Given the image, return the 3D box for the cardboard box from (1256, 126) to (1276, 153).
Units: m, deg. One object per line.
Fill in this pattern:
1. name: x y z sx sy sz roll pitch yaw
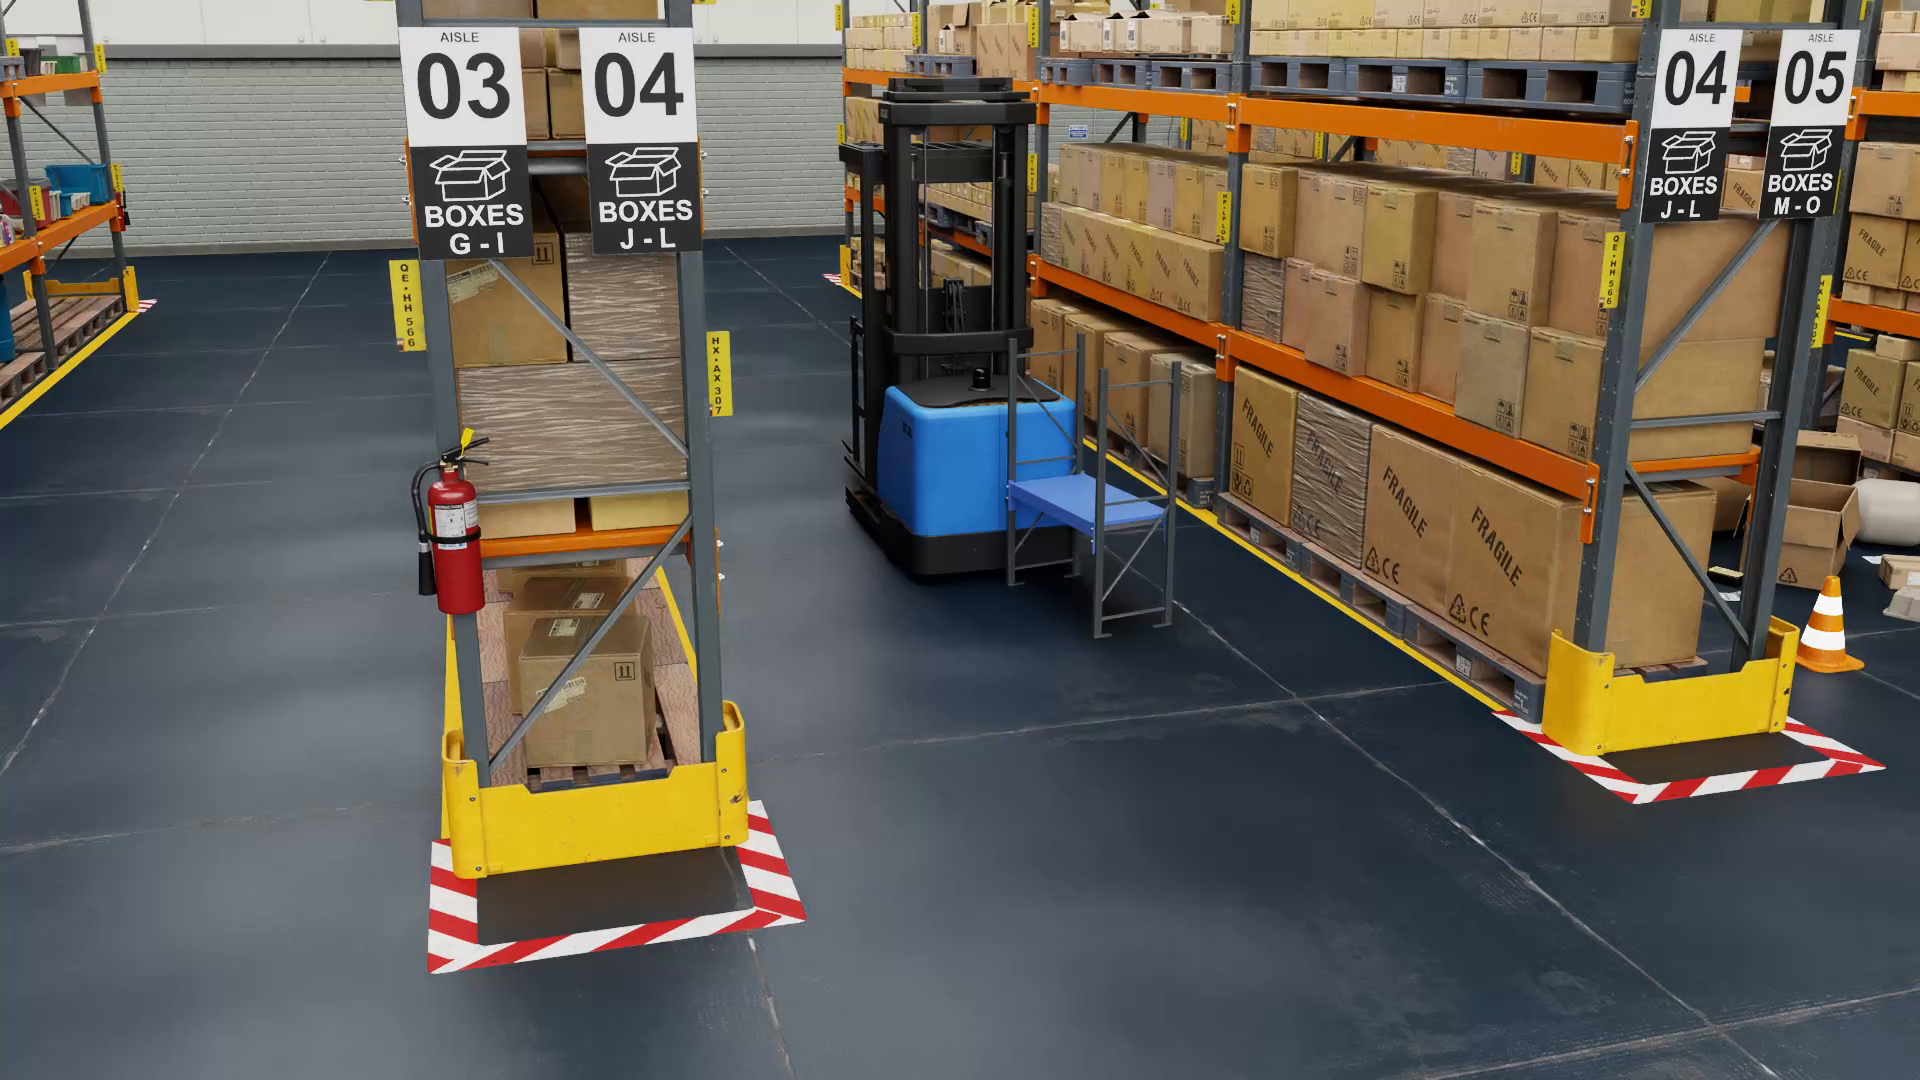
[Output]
1. cardboard box: 4.109 -5.194 21.117 0.500 0.500 0.500 -4 17 -15

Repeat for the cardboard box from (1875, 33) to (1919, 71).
1. cardboard box: 6.841 -3.428 11.681 0.500 0.250 0.500 -5 17 -16

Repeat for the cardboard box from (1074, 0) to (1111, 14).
1. cardboard box: 1.165 -4.879 15.262 0.396 0.266 0.258 -5 17 -15

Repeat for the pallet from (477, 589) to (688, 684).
1. pallet: -1.987 0.575 8.669 1.003 0.211 1.213 -5 17 -15

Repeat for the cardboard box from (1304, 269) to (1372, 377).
1. cardboard box: 2.573 -1.307 9.828 0.875 0.550 0.550 -5 17 -15

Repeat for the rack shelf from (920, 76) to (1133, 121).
1. rack shelf: 0.603 -4.397 16.412 1.077 0.370 4.000 -5 17 -15

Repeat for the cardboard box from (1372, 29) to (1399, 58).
1. cardboard box: 2.443 -2.662 8.920 0.380 0.149 0.250 -4 17 -15

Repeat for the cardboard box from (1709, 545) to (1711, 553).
1. cardboard box: 4.495 -0.006 10.511 0.396 0.266 0.258 -2 17 -6

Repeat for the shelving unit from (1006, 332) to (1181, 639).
1. shelving unit: 0.734 -0.342 9.483 0.538 1.500 1.048 -8 19 -25

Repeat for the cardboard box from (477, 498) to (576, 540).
1. cardboard box: -1.722 -0.117 6.564 0.380 0.149 0.250 -5 17 -15

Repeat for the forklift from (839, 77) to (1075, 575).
1. forklift: -0.170 -1.578 11.111 1.130 2.935 3.031 -5 17 -15

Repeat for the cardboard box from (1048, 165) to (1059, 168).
1. cardboard box: 0.849 -3.624 16.475 0.380 0.149 0.250 -4 17 -14

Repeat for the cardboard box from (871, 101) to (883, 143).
1. cardboard box: -0.768 -5.063 20.165 0.500 0.500 0.500 -5 18 -17

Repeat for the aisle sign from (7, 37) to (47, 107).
1. aisle sign: -10.910 -5.450 19.364 0.394 0.787 0.004 -5 17 -15

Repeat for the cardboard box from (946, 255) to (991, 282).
1. cardboard box: 0.151 -2.849 17.534 0.500 0.250 0.500 -4 17 -14

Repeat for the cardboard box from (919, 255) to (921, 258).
1. cardboard box: -0.638 -3.338 20.042 0.380 0.149 0.250 -6 18 -18

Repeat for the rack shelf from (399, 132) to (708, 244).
1. rack shelf: -1.995 -1.820 7.833 1.077 0.370 4.000 -5 17 -15

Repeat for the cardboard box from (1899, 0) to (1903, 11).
1. cardboard box: 7.062 -4.200 13.169 0.500 0.250 0.500 -5 17 -16

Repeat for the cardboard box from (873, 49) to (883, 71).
1. cardboard box: -0.742 -5.754 19.940 0.500 0.250 0.500 -5 17 -16

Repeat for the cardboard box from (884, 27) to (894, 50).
1. cardboard box: -0.598 -5.859 19.419 0.500 0.250 0.500 -4 17 -13

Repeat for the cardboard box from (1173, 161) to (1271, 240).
1. cardboard box: 1.966 -2.451 11.986 0.700 0.500 0.500 -5 17 -16

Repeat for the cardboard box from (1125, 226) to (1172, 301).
1. cardboard box: 1.574 -2.096 12.542 0.500 0.500 0.500 -5 17 -15

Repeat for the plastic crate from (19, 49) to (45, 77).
1. plastic crate: -9.583 -4.842 16.869 0.497 0.269 0.590 -5 17 -15

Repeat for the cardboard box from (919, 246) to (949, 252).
1. cardboard box: -0.346 -3.595 20.897 0.380 0.149 0.250 -5 18 -17

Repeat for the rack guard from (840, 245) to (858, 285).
1. rack guard: -1.025 -3.746 22.555 1.175 0.500 0.348 -5 17 -15

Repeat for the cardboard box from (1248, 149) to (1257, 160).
1. cardboard box: 3.984 -4.859 21.741 0.500 0.500 0.500 -4 17 -13

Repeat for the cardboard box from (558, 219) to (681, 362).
1. cardboard box: -1.335 -1.018 6.697 0.500 0.500 0.500 -5 17 -15

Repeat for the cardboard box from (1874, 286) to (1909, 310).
1. cardboard box: 6.881 -1.766 12.054 0.380 0.149 0.250 -4 17 -14

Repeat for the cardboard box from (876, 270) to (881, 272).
1. cardboard box: -0.858 -3.354 21.128 0.380 0.149 0.250 -5 17 -15

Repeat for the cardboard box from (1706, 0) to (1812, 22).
1. cardboard box: 3.465 -2.449 7.516 0.500 0.250 0.500 -5 17 -15

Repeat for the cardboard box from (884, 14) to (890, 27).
1. cardboard box: -0.676 -6.074 19.443 0.380 0.149 0.250 -5 17 -16

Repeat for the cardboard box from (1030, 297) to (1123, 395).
1. cardboard box: 1.233 -1.700 14.577 1.050 0.750 0.750 -5 17 -16

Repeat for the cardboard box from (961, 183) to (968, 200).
1. cardboard box: 0.222 -3.432 16.354 0.380 0.149 0.250 -4 17 -14

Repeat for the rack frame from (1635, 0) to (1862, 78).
1. rack frame: 3.351 -3.412 6.669 1.000 3.000 0.127 -5 17 -15

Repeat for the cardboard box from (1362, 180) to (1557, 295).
1. cardboard box: 2.753 -1.680 9.194 0.875 0.550 0.500 -5 17 -15

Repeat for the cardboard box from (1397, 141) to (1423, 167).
1. cardboard box: 5.080 -4.240 17.941 0.500 0.500 0.500 -5 17 -16

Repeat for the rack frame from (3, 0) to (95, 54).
1. rack frame: -10.605 -7.082 18.886 1.000 3.000 0.127 -5 17 -15

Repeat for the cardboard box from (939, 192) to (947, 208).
1. cardboard box: 0.004 -3.508 17.123 0.380 0.149 0.250 -5 18 -18

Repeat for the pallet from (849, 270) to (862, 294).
1. pallet: -0.836 -3.381 21.839 1.003 0.211 1.213 -5 17 -15

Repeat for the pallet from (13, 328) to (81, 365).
1. pallet: -9.745 -1.967 17.134 1.003 0.211 1.213 -5 17 -15

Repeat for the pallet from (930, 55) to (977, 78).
1. pallet: 0.409 -4.739 16.627 1.213 0.211 1.003 -5 17 -15

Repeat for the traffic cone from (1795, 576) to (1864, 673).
1. traffic cone: 4.571 0.417 8.760 0.336 0.463 0.334 -5 17 -15

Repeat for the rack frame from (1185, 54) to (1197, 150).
1. rack frame: 3.686 -5.384 23.661 1.000 3.000 0.127 -5 17 -15

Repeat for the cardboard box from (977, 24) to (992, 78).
1. cardboard box: 0.468 -4.650 15.830 0.500 0.500 0.500 -5 17 -15

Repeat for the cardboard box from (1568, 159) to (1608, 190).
1. cardboard box: 5.935 -3.276 15.224 0.500 0.500 0.500 -4 17 -12

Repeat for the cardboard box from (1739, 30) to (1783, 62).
1. cardboard box: 3.565 -2.224 7.462 0.380 0.149 0.250 -5 17 -15

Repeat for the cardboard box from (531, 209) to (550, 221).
1. cardboard box: -1.977 -1.114 7.019 0.500 0.500 0.500 -5 17 -15

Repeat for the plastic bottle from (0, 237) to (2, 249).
1. plastic bottle: -8.938 -2.850 15.313 0.144 0.351 0.185 -5 17 -15

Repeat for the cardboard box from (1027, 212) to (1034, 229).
1. cardboard box: 0.575 -2.933 15.208 0.380 0.149 0.250 -4 17 -14

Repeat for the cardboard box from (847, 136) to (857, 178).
1. cardboard box: -1.188 -5.009 21.722 0.500 0.500 0.500 -4 17 -13

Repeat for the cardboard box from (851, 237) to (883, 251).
1. cardboard box: -1.229 -3.913 21.958 0.380 0.149 0.250 -6 18 -18

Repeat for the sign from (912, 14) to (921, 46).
1. sign: -0.466 -5.497 17.926 0.100 0.325 0.005 -5 17 -15

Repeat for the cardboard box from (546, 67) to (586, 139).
1. cardboard box: -1.330 -1.693 6.421 0.500 0.250 0.500 -4 17 -14

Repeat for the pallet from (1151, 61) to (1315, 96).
1. pallet: 1.952 -3.240 11.643 0.805 0.209 1.217 -5 18 -17

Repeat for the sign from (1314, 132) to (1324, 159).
1. sign: 4.252 -4.686 19.695 0.100 0.325 0.005 -5 17 -15
